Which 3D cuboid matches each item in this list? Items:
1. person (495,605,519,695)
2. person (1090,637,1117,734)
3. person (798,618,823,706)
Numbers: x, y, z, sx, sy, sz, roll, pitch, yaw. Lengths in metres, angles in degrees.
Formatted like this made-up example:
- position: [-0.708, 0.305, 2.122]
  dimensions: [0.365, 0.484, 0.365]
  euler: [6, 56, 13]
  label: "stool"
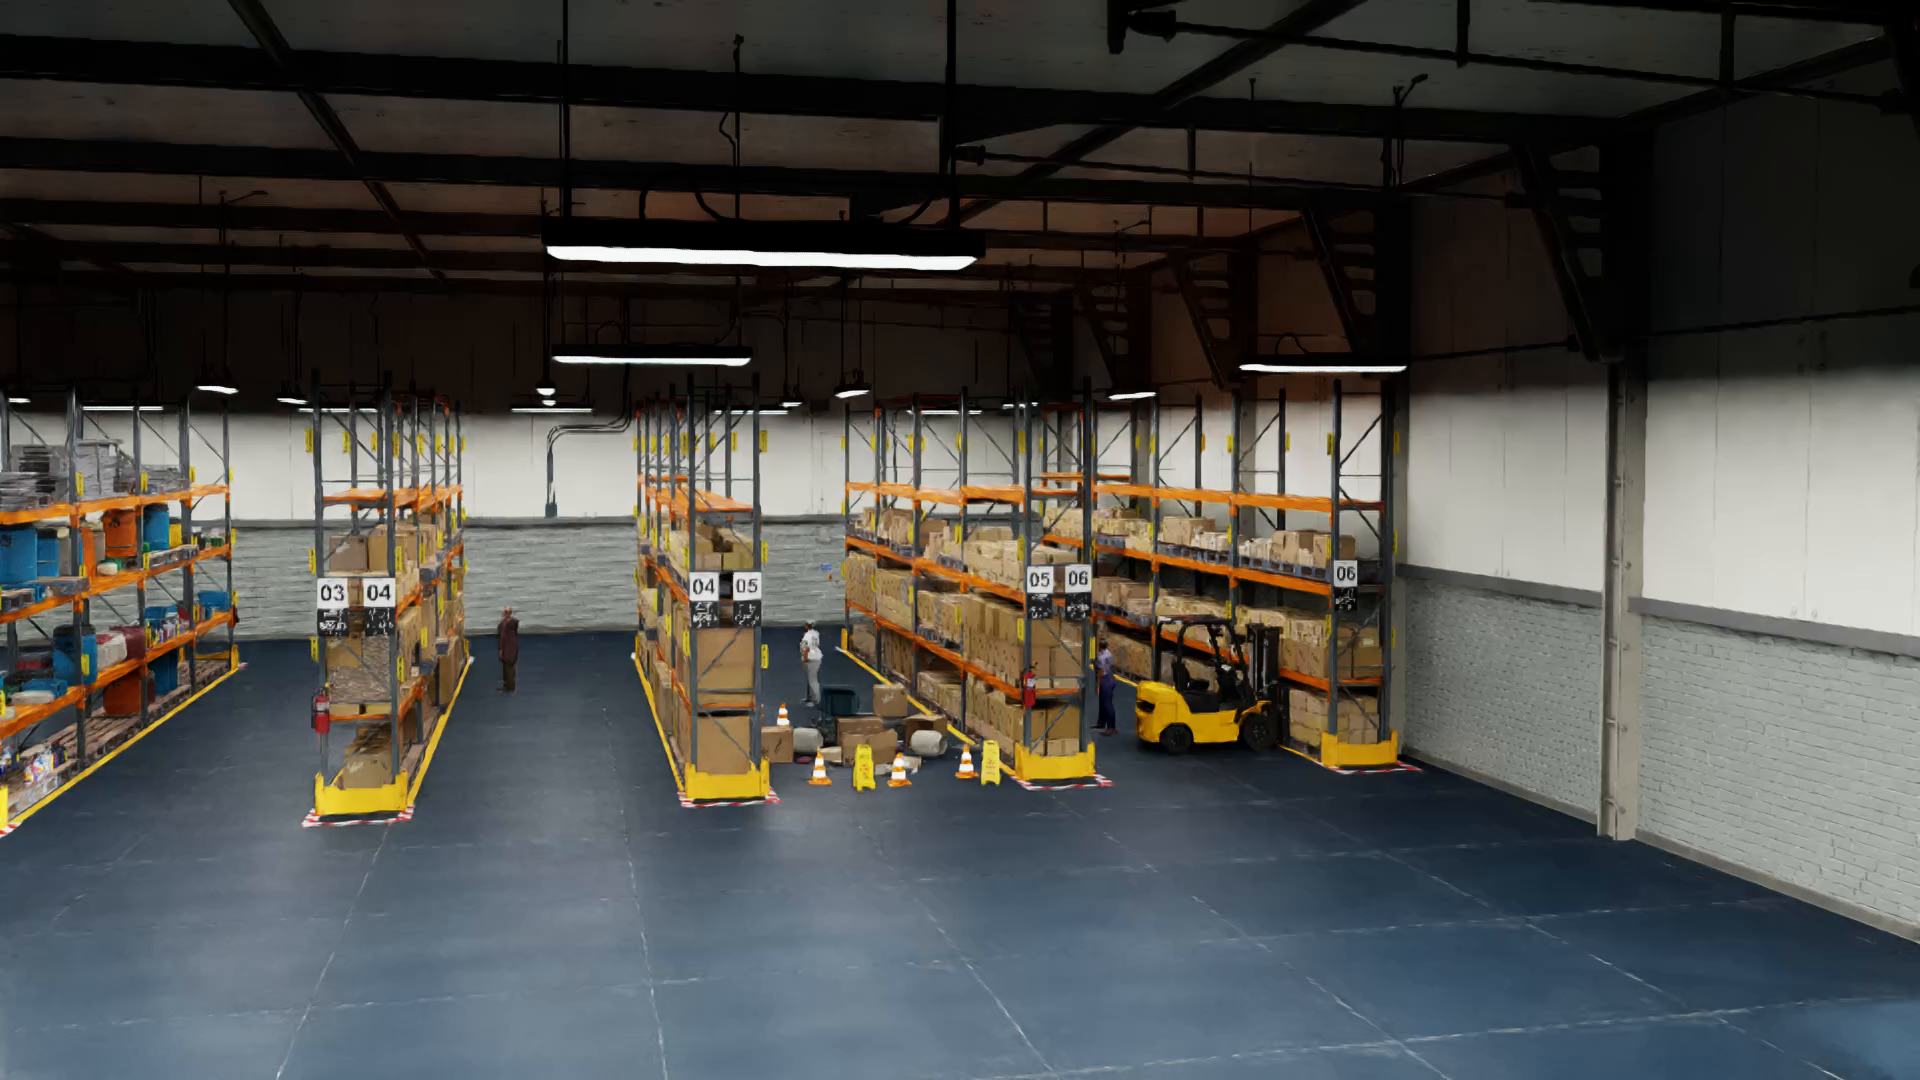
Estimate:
- position: [-9.074, 2.181, 33.212]
  dimensions: [0.549, 1.782, 0.636]
  euler: [1, 3, 17]
  label: "person"
- position: [2.473, 2.509, 28.843]
  dimensions: [0.556, 1.632, 0.598]
  euler: [1, 3, 18]
  label: "person"
- position: [-2.876, 2.325, 31.885]
  dimensions: [0.528, 1.662, 0.557]
  euler: [1, 3, 16]
  label: "person"
